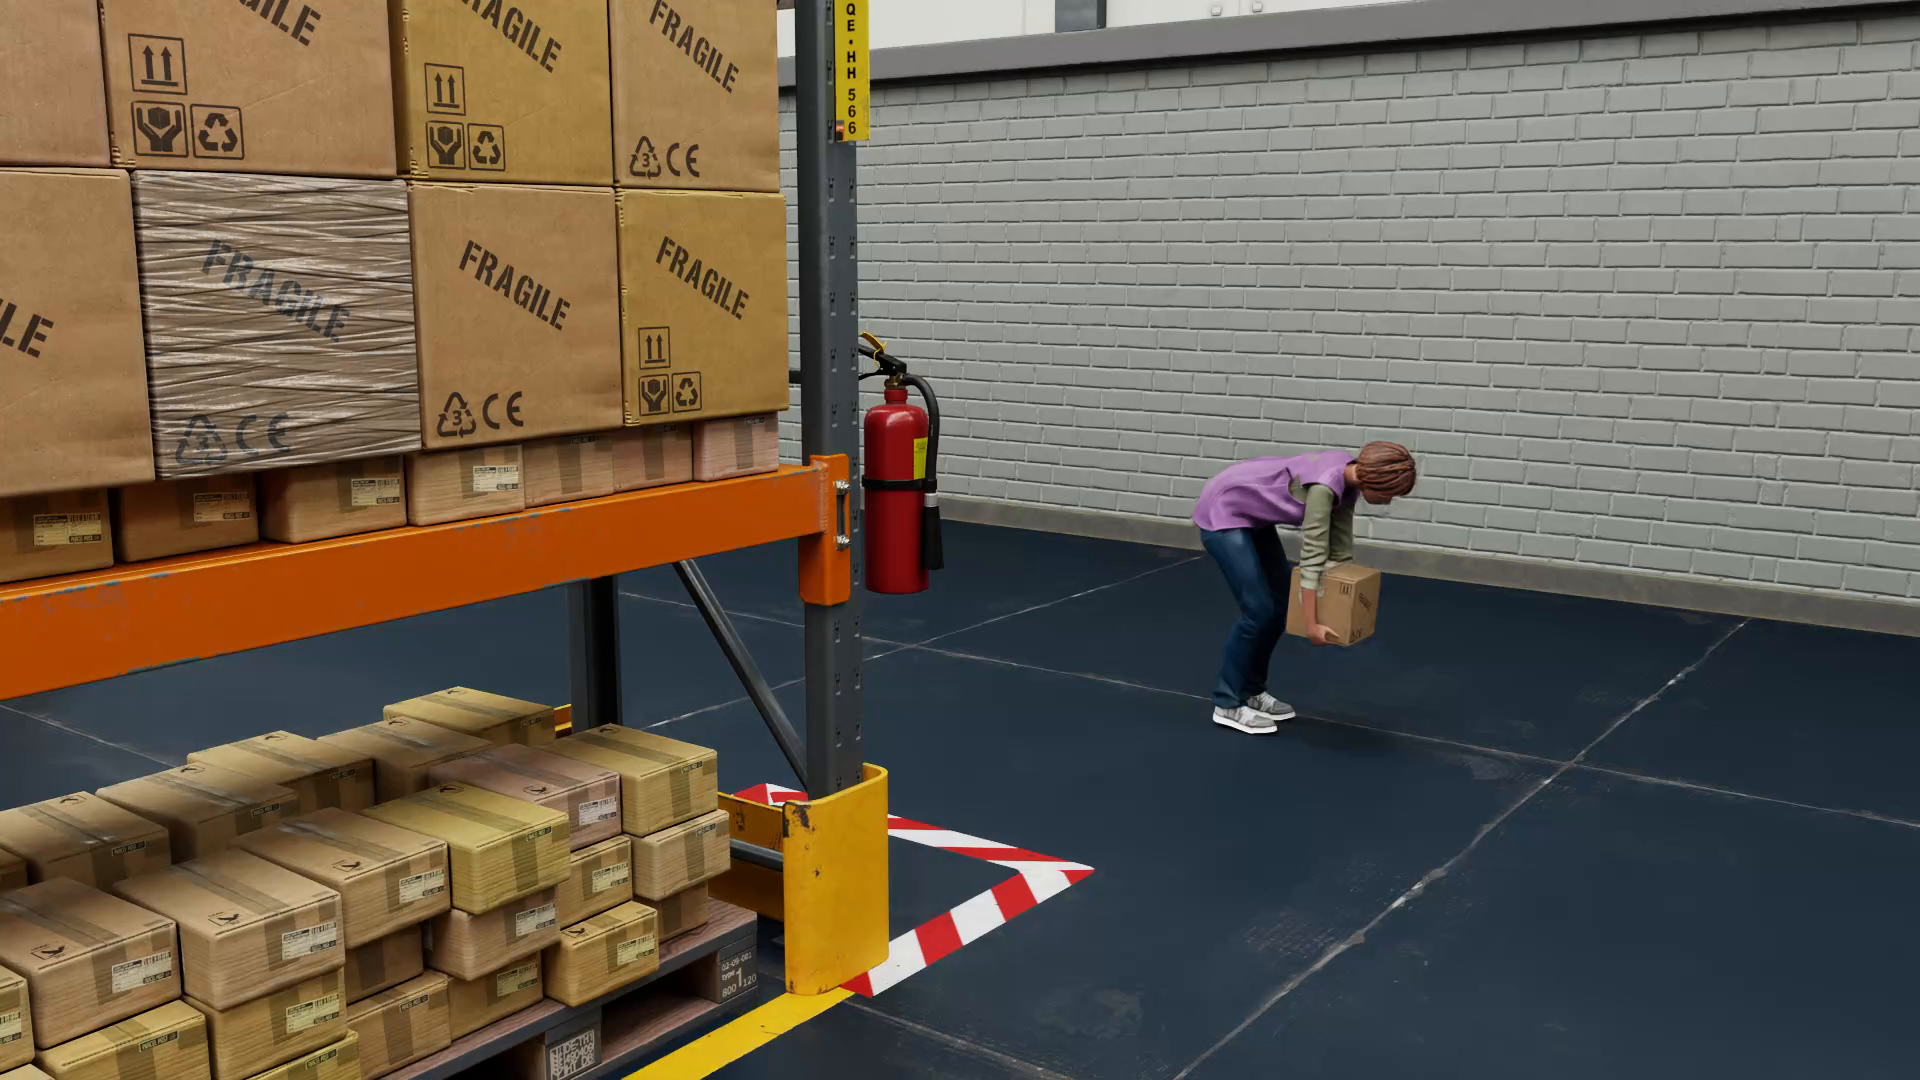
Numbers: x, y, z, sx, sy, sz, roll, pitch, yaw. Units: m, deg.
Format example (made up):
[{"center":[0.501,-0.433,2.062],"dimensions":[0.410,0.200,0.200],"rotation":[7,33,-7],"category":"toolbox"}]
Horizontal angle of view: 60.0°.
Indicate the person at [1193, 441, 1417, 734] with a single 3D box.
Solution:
[{"center":[1.285,0.185,6.280],"dimensions":[0.848,1.114,0.382],"rotation":[7,12,34],"category":"person"}]
